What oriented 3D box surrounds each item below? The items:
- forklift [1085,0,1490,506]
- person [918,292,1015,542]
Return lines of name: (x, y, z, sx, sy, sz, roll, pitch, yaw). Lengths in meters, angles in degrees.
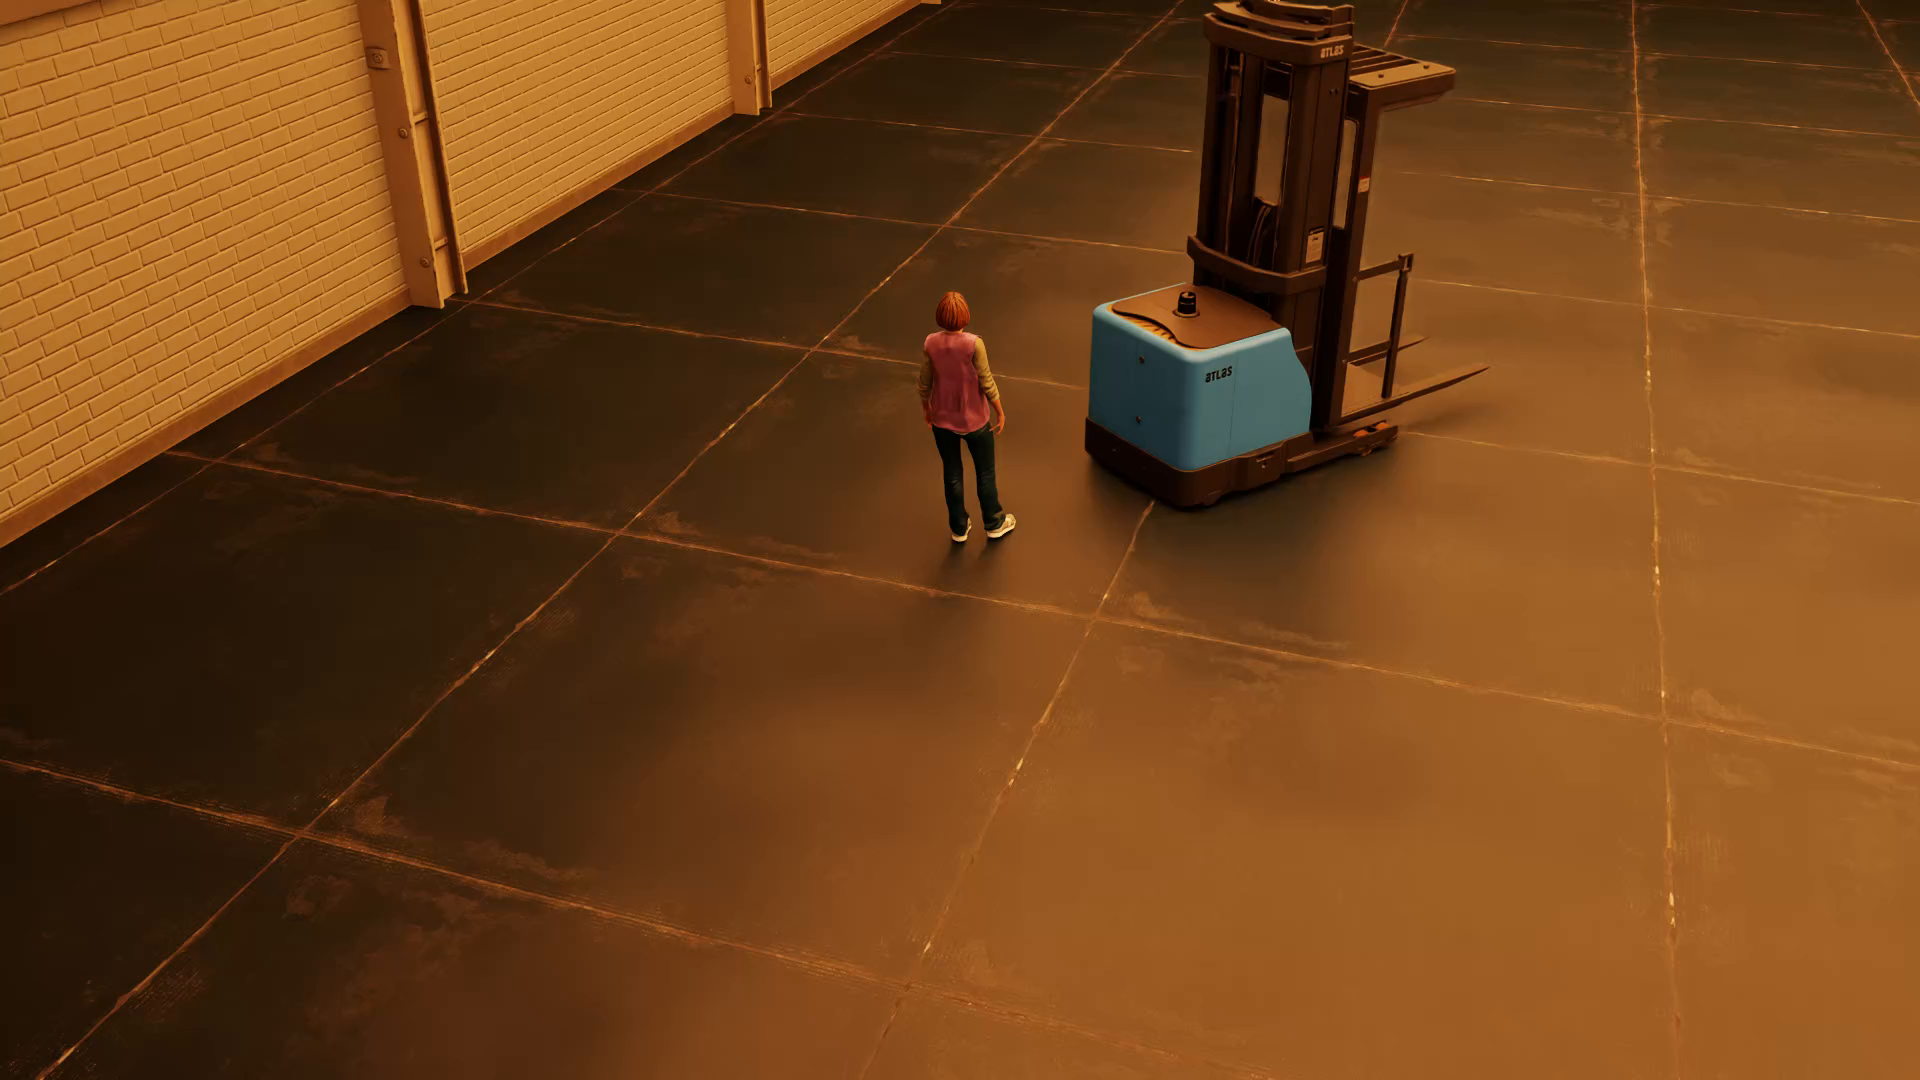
forklift: (2.331, -2.036, 10.708, 3.031, 2.935, 1.130, -19, 35, -29)
person: (0.037, -0.733, 9.755, 0.521, 1.599, 0.473, 10, 31, 16)
